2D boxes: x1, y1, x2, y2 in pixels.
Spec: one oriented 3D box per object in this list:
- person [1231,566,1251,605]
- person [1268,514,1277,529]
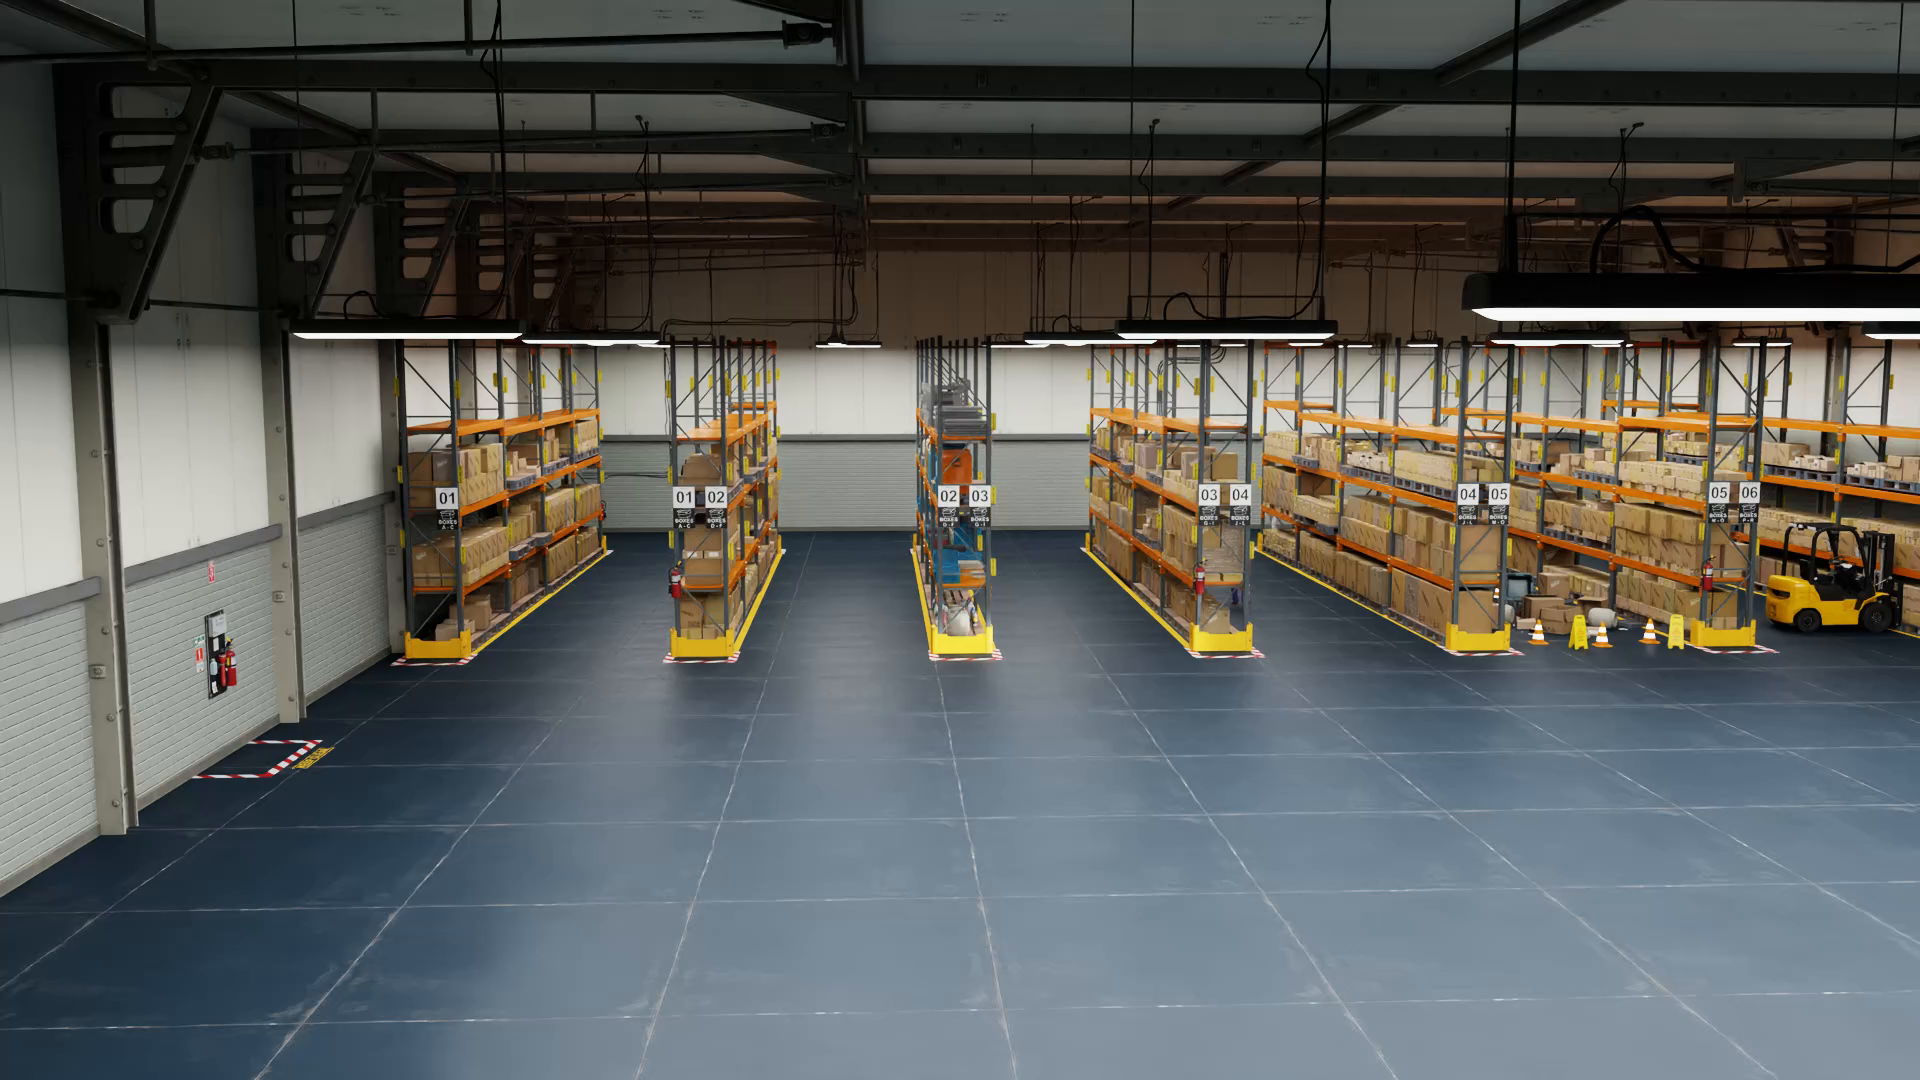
[{"bbox_3d":[6.297,0.659,37.492,0.537,1.645,0.522,0,6,-2],"label":"person"},{"bbox_3d":[9.583,-0.893,50.937,0.517,1.600,1.071,4,8,32],"label":"person"}]
